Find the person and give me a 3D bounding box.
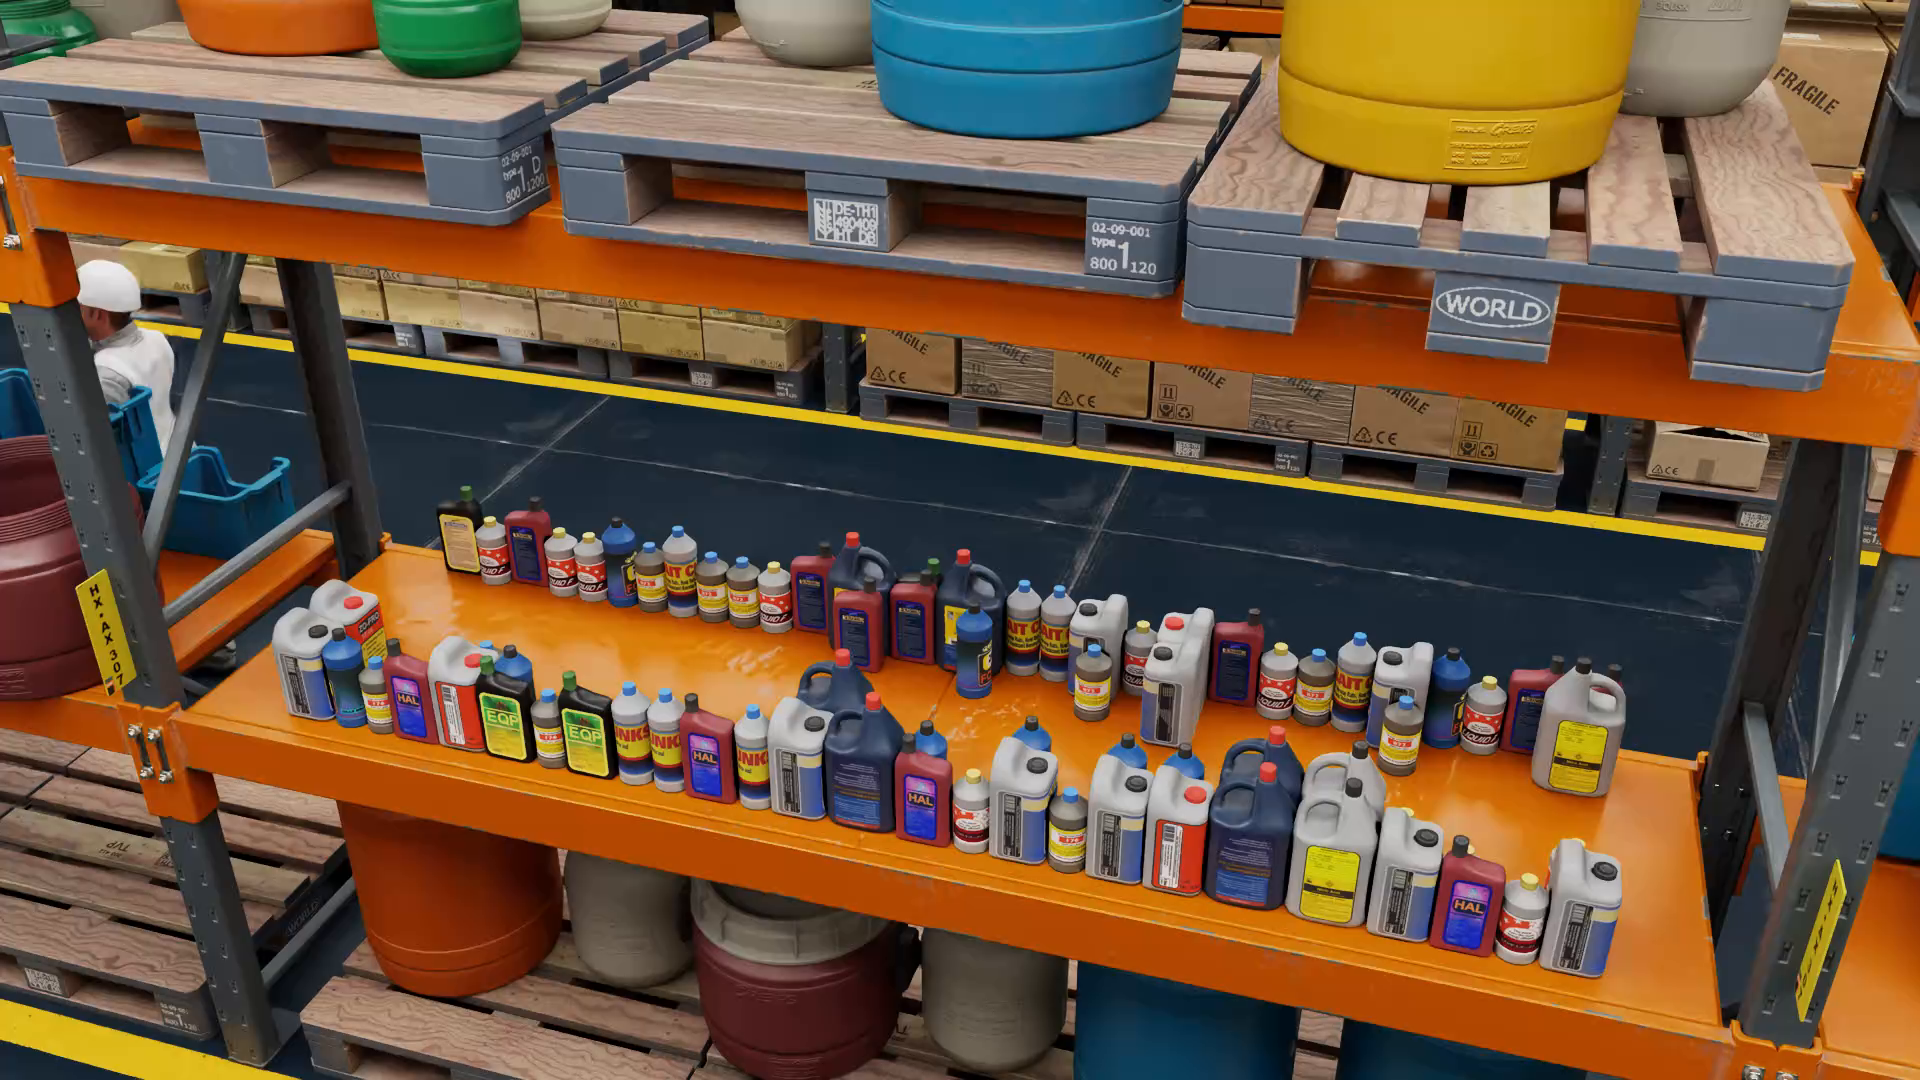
[{"bbox_3d":[-3.229,-0.215,6.487,0.488,1.814,0.536,3,29,5],"label":"person"}]
